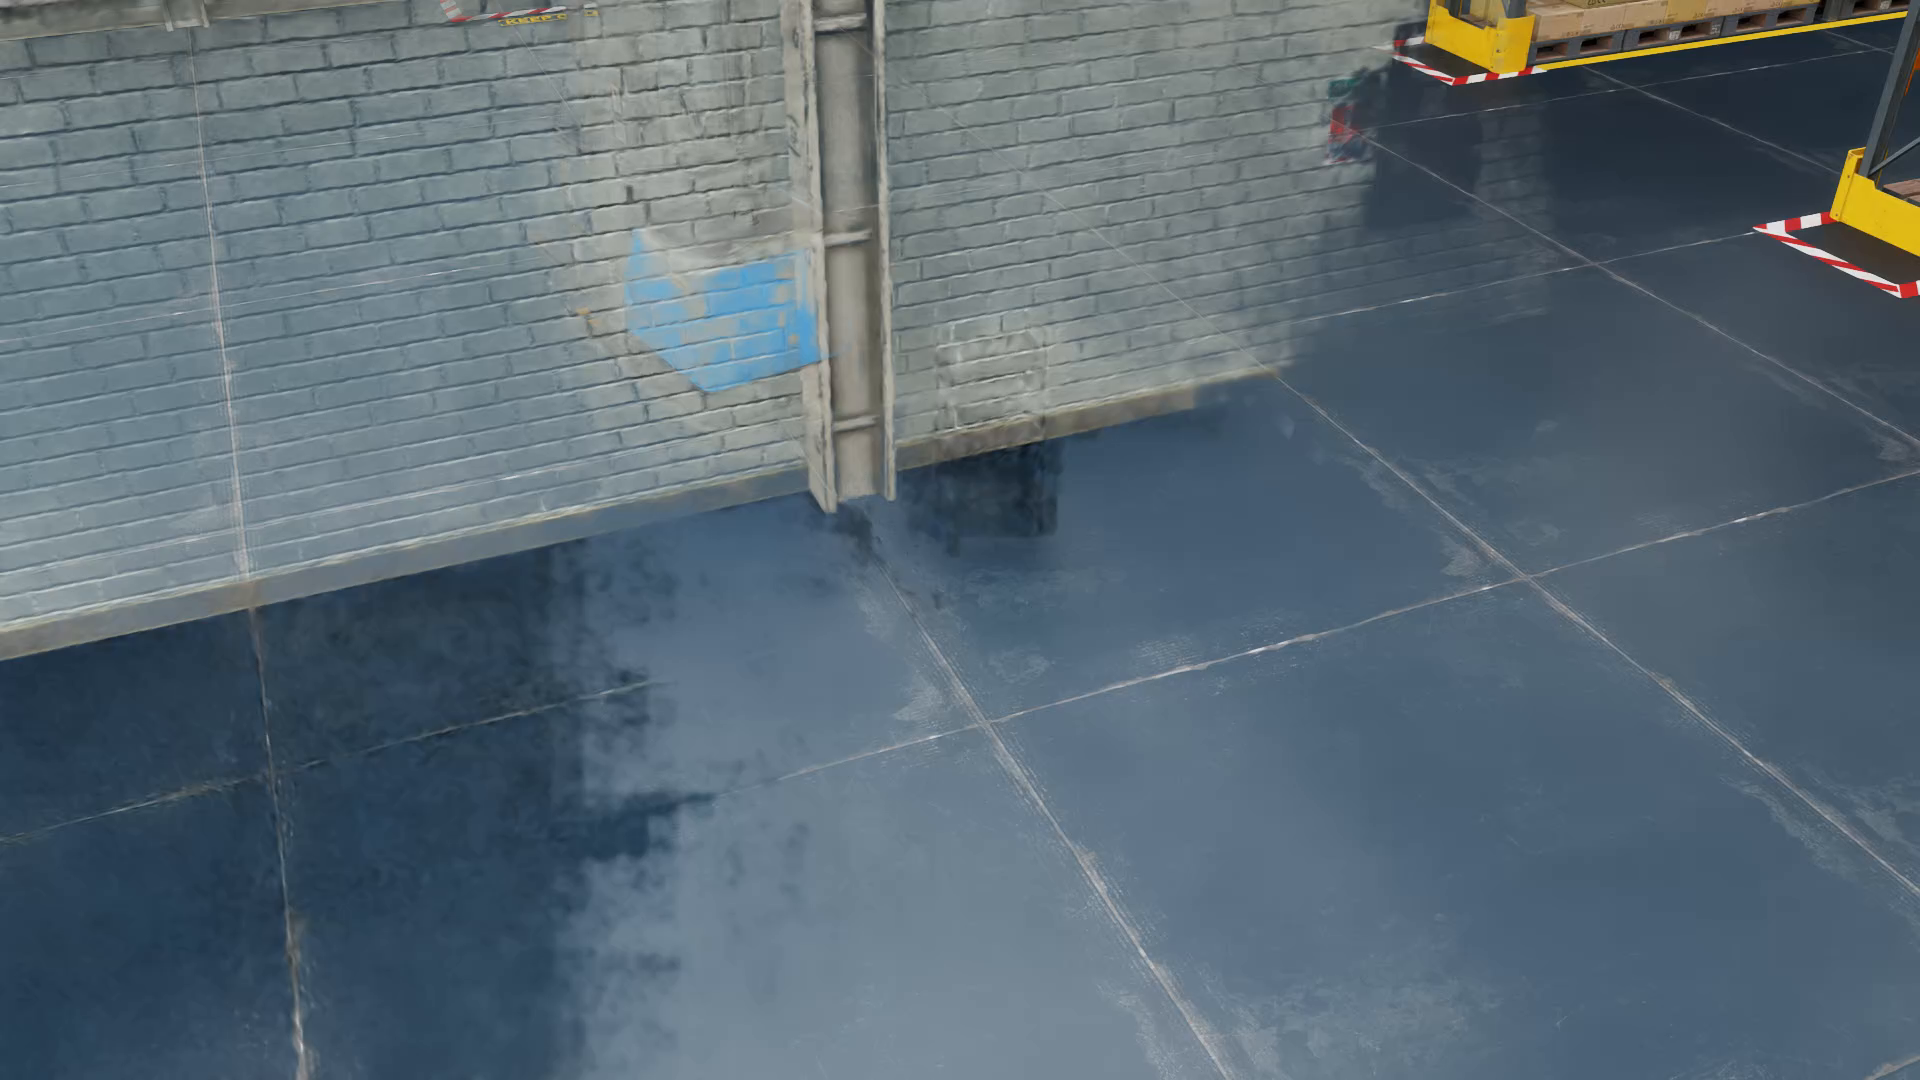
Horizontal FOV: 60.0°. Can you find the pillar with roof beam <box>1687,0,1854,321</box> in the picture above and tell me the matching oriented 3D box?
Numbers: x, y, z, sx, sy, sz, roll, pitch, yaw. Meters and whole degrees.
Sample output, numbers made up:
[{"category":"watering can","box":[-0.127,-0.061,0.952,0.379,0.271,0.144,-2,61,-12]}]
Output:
[{"category":"pillar with roof beam","box":[-0.553,-8.048,12.867,0.400,9.000,9.100,-13,35,-19]}]
